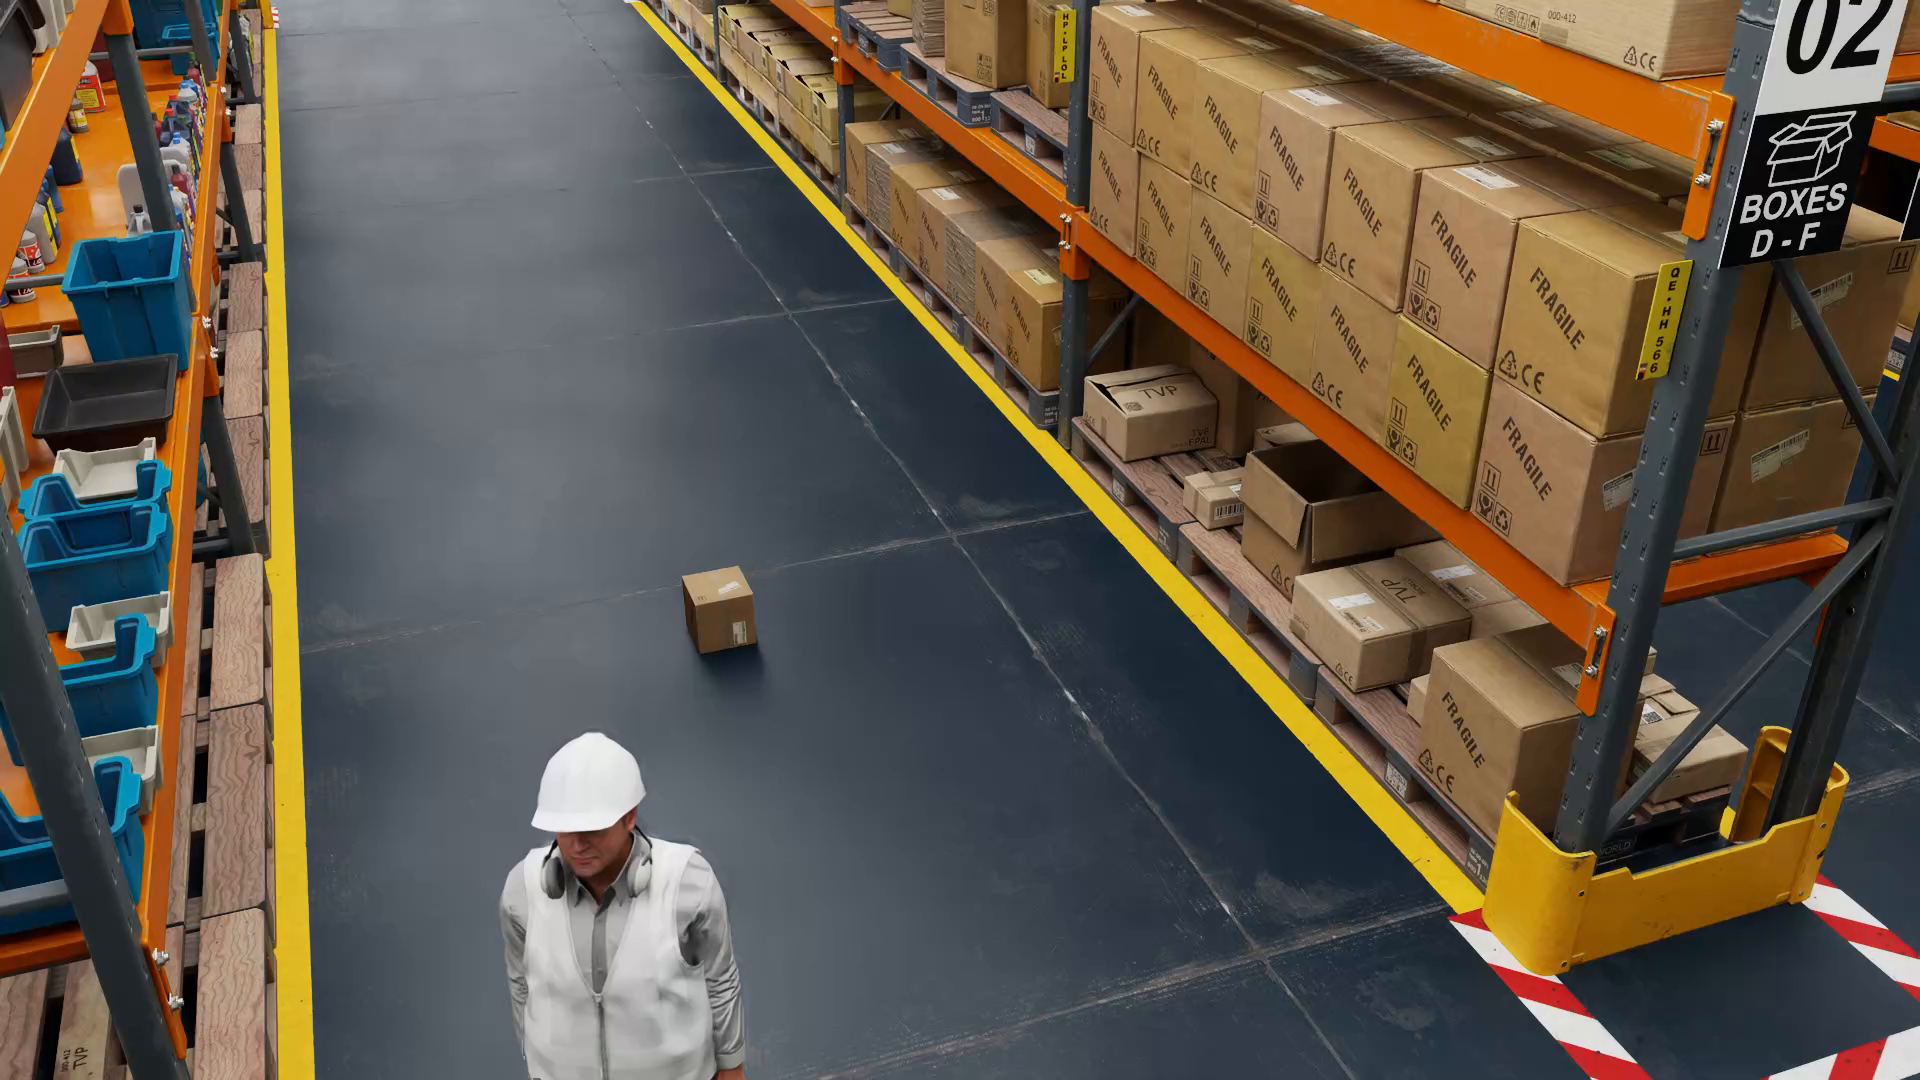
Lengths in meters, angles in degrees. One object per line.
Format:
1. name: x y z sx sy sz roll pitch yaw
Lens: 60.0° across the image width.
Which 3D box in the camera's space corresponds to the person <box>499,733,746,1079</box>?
1. person: -0.772 1.214 3.923 0.551 1.755 0.627 0 30 1
